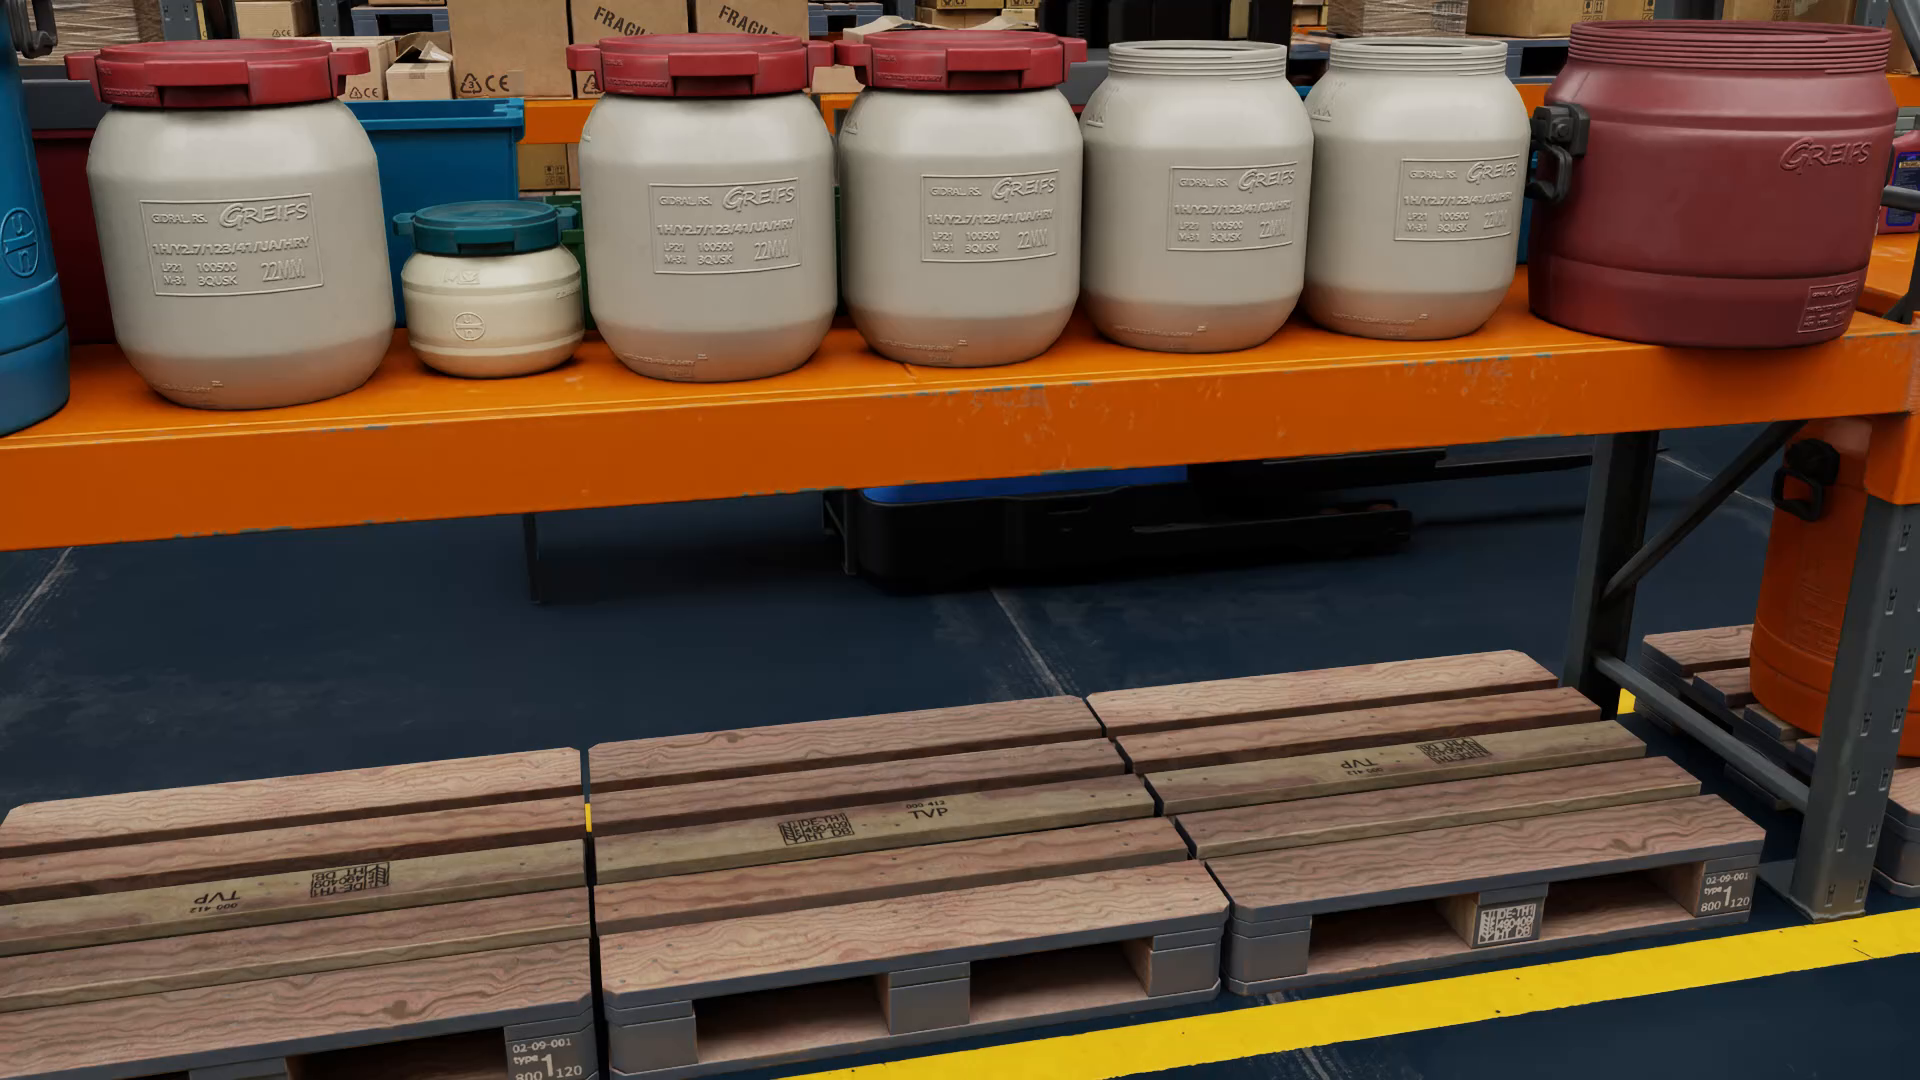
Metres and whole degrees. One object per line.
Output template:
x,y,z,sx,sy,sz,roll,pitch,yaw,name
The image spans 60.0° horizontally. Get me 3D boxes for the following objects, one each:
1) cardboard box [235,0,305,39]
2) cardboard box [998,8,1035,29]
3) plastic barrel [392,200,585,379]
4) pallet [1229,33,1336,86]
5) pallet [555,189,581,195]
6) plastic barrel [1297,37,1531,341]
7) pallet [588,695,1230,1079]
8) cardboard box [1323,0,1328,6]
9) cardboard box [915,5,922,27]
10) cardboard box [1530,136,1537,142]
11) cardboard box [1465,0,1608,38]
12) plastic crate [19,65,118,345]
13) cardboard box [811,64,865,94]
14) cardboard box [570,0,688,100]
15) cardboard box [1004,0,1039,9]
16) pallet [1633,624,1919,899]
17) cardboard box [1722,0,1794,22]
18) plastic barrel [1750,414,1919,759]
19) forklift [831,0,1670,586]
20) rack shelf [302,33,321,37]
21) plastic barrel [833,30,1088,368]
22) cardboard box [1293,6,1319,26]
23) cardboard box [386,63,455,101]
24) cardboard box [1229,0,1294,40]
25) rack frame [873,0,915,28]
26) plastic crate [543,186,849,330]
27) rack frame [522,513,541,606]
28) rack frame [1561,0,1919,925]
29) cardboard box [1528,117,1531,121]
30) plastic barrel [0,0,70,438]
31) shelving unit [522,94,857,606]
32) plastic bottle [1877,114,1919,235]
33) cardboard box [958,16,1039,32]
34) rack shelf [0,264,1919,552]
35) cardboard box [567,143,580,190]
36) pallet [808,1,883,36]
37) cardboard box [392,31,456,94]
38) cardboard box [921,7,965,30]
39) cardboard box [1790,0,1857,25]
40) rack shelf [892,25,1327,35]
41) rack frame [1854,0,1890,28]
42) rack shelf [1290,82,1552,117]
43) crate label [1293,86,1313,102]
-4.787,-3.556,11.350,0.500,0.250,0.500,-5,21,-12,cardboard box
0.396,-3.922,12.497,0.250,0.149,0.380,-4,20,-11,cardboard box
-0.792,-0.428,2.823,0.301,0.262,0.301,0,20,0,plastic barrel
1.284,-2.402,8.289,1.003,0.211,1.213,-5,21,-12,pallet
-2.449,-2.606,12.623,1.213,0.211,1.003,-5,21,-12,pallet
0.825,-0.656,3.081,0.421,0.512,0.421,0,20,0,plastic barrel
-0.171,0.697,3.605,1.213,0.211,1.003,-5,21,-12,pallet
2.999,-4.464,13.033,0.500,0.500,0.500,-5,21,-13,cardboard box
-0.245,-4.075,12.915,0.250,0.149,0.380,-4,21,-12,cardboard box
3.033,-2.080,9.037,0.500,0.250,0.500,-5,21,-12,cardboard box
2.828,-2.815,8.382,0.500,0.500,0.700,-10,23,-26,cardboard box
-1.715,-0.610,3.027,0.583,0.464,0.402,-5,21,-12,plastic crate
-0.587,-2.177,7.761,0.250,0.149,0.380,-3,20,-8,cardboard box
-1.501,-2.282,7.537,0.500,0.500,0.500,-5,21,-12,cardboard box
0.541,-4.260,12.475,0.500,0.500,0.500,-4,20,-11,cardboard box
2.535,0.477,4.206,1.213,0.211,1.003,-5,21,-12,pallet
4.021,-3.013,8.922,0.500,0.500,0.700,-13,24,-31,cardboard box
2.249,0.021,3.940,0.708,0.830,0.600,-5,21,-12,plastic barrel
1.055,-1.487,5.612,3.031,2.935,1.130,-5,21,-13,forklift
-6.342,-3.260,11.398,4.000,0.370,1.077,-5,21,-12,rack shelf
0.001,-0.598,2.889,0.433,0.535,0.433,0,20,0,plastic barrel
2.624,-4.126,13.052,0.250,0.149,0.380,-4,20,-11,cardboard box
-2.343,-1.982,7.229,0.250,0.149,0.380,-5,21,-12,cardboard box
1.228,-2.746,8.195,0.500,0.500,0.700,-12,24,-31,cardboard box
-0.503,-4.072,12.571,0.127,3.000,1.000,-5,21,-12,rack frame
-0.486,-0.572,3.324,0.662,0.188,0.450,-5,21,-12,plastic crate
-1.402,-0.581,5.221,0.032,1.500,0.500,-5,21,-13,rack frame
1.777,-0.756,3.518,0.127,3.000,1.000,-5,21,-12,rack frame
4.631,-3.476,13.966,0.500,0.500,0.700,-5,21,-13,cardboard box
-1.670,-0.604,2.374,0.708,0.901,0.600,-5,21,-12,plastic barrel
-0.909,-0.625,5.339,1.048,1.500,0.538,-5,21,-13,shelving unit
2.297,-0.895,4.065,0.133,0.283,0.061,-5,21,-12,plastic bottle
0.277,-2.359,8.022,0.500,0.311,0.500,-3,20,-9,cardboard box
-0.169,-0.260,3.210,4.000,0.370,1.077,-5,21,-12,rack shelf
-2.686,-2.937,12.466,0.500,0.500,0.700,-4,21,-12,cardboard box
-1.172,-3.890,12.353,1.003,0.211,1.213,-5,21,-12,pallet
-2.439,-2.166,7.562,0.258,0.266,0.396,-5,21,-14,cardboard box
-0.129,-3.912,12.470,0.250,0.149,0.380,-5,21,-13,cardboard box
4.961,-2.904,9.235,0.500,0.500,0.500,-4,21,-12,cardboard box
1.444,-3.893,13.127,4.000,0.370,1.077,-5,21,-12,rack shelf
4.533,-2.731,8.909,0.127,3.000,1.000,-5,21,-12,rack frame
2.587,-2.235,8.601,4.000,0.370,1.077,-5,21,-12,rack shelf
0.748,-0.785,3.544,0.616,0.435,0.502,-5,21,-12,crate label
